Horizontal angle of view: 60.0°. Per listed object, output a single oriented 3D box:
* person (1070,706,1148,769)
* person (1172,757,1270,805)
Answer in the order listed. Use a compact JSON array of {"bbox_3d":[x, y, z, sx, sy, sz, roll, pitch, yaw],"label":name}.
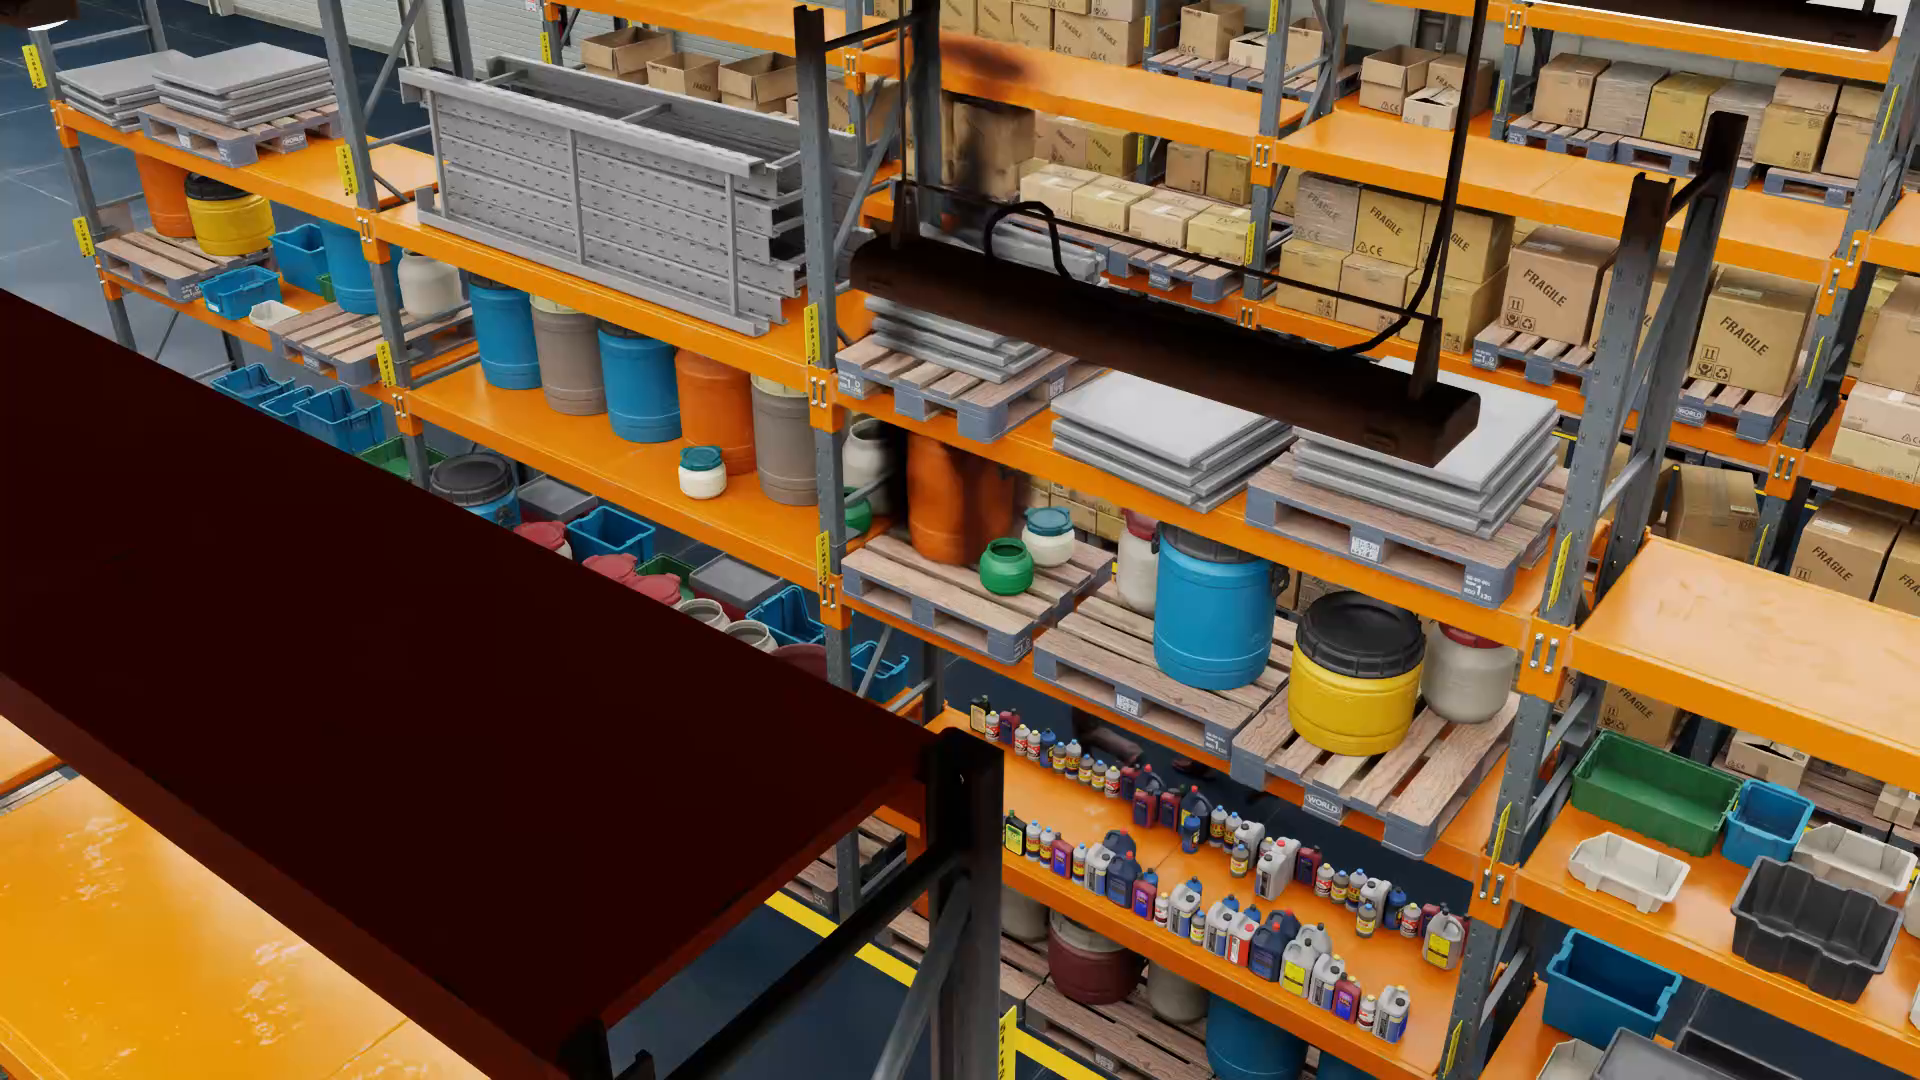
[{"bbox_3d":[1.049,1.080,11.942,0.809,1.671,0.636,22,38,32],"label":"person"},{"bbox_3d":[1.932,1.146,11.850,0.866,1.601,0.618,21,37,30],"label":"person"}]
